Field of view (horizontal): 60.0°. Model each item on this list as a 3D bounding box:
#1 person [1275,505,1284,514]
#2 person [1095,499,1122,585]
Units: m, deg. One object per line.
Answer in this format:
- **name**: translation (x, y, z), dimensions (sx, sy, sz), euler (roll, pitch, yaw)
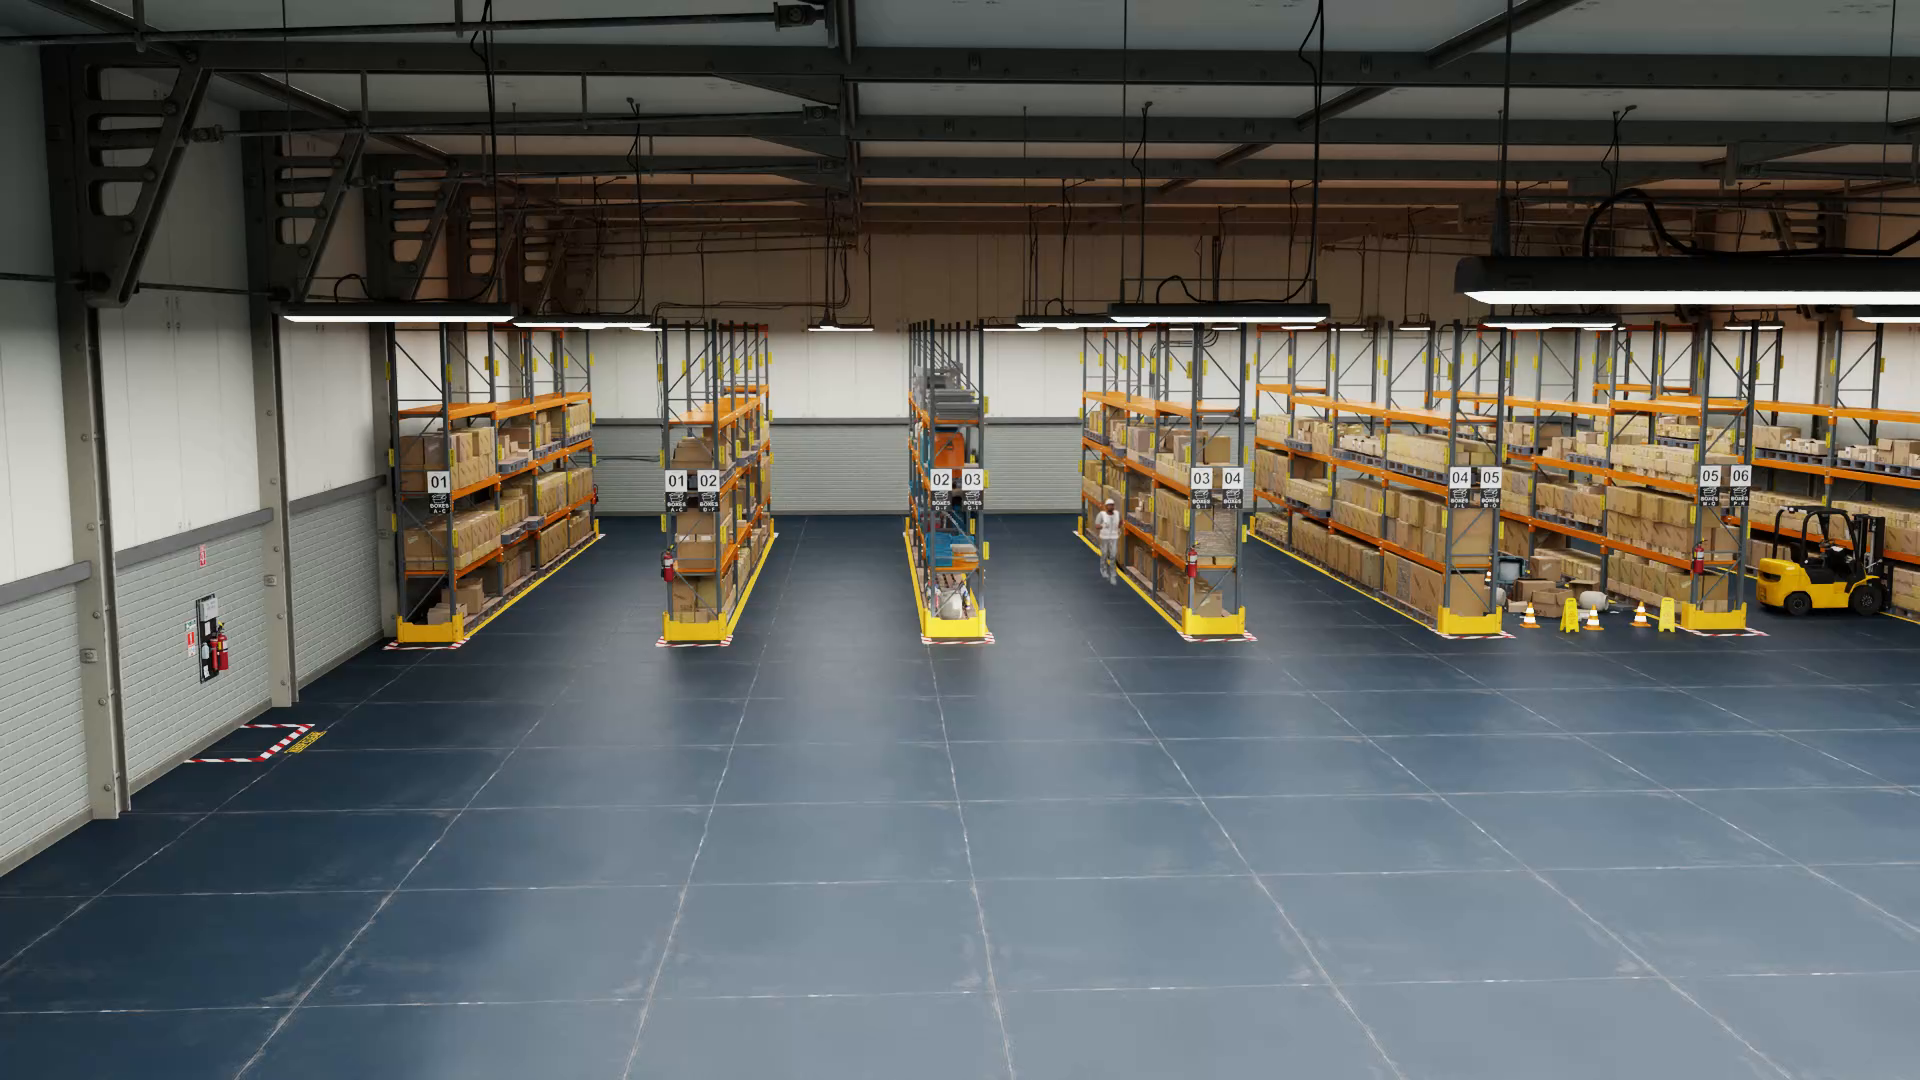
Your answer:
- **person**: translation (9.568, -1.137, 49.202), dimensions (0.531, 1.593, 0.656), euler (4, 8, 31)
- **person**: translation (3.300, 0.022, 36.684), dimensions (0.670, 1.867, 0.722), euler (-1, 7, -6)
